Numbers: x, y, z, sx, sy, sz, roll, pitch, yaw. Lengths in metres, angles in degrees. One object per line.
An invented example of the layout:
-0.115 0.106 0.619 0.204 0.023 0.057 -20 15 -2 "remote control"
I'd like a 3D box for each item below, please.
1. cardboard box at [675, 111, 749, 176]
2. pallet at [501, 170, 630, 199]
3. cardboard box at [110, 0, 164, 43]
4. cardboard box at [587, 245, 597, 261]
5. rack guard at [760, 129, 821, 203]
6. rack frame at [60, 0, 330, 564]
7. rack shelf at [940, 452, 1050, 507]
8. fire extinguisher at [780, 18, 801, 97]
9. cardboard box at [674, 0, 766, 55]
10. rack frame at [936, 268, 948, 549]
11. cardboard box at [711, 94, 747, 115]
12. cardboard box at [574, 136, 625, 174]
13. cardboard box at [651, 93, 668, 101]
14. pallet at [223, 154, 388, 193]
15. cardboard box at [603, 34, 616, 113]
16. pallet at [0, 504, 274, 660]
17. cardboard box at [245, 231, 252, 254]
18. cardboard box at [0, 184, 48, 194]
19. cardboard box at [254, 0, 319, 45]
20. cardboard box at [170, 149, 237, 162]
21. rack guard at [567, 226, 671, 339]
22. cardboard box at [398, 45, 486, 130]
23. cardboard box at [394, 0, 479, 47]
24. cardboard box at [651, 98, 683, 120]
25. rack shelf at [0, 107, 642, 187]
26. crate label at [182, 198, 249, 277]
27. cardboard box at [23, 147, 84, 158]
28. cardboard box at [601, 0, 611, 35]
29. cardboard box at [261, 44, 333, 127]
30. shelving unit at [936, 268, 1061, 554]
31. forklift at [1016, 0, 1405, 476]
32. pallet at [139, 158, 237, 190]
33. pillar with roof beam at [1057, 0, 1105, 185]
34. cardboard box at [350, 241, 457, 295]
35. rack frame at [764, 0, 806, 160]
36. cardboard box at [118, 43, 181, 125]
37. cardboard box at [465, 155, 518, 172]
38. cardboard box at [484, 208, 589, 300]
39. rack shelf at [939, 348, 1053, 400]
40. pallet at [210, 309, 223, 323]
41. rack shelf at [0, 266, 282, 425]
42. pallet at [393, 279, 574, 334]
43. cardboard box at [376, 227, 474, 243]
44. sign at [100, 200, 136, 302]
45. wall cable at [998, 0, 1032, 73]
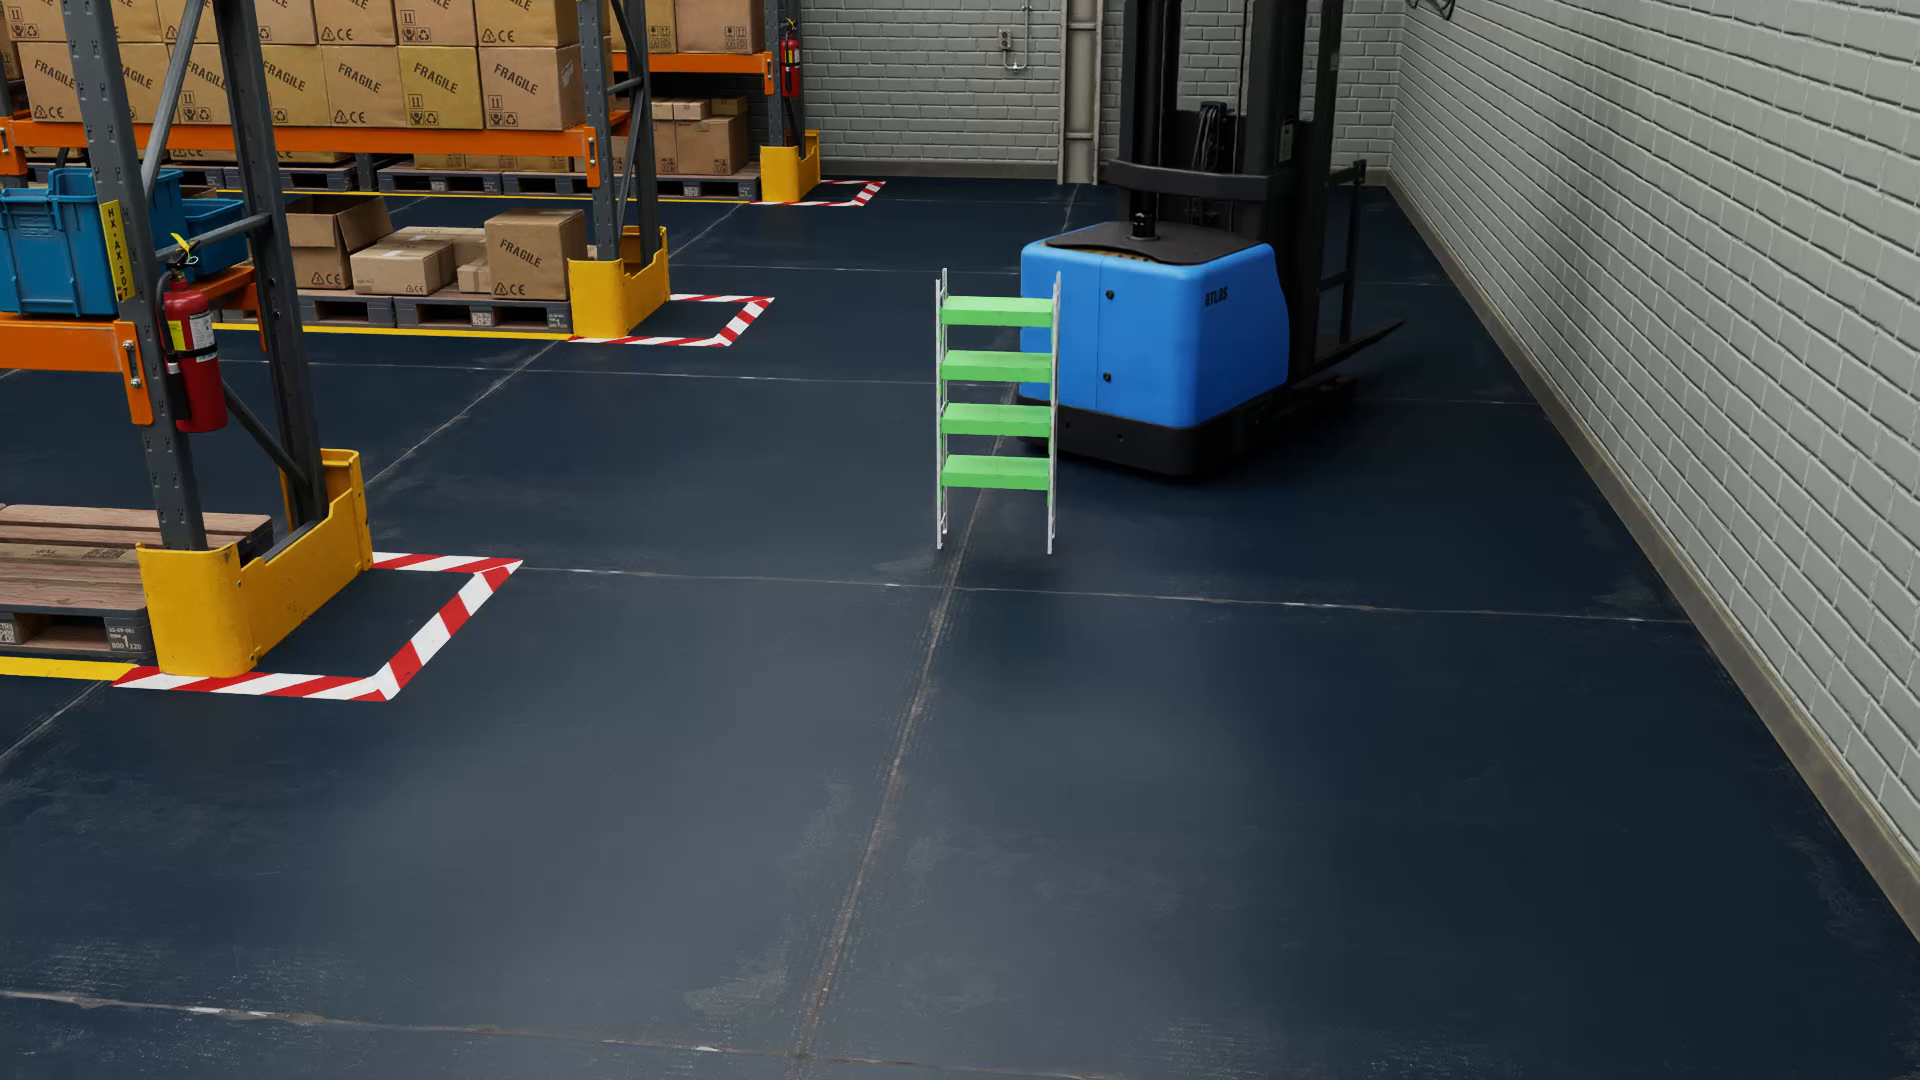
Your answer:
-2.328 -3.742 15.654 0.500 0.500 0.700 2 22 6 "cardboard box"
-3.632 -3.479 15.951 1.213 0.211 1.003 2 22 6 "pallet"
-5.225 -3.446 10.581 0.500 0.500 0.500 2 22 5 "cardboard box"
-2.575 -1.929 11.519 0.250 0.149 0.380 2 22 6 "cardboard box"
-1.597 -3.552 15.745 0.348 0.500 1.175 2 22 6 "rack guard"
-2.787 -1.099 6.139 0.127 3.000 1.000 2 22 6 "rack frame"
0.164 -0.268 7.313 0.480 0.148 0.258 2 22 6 "rack shelf"
-1.525 -4.331 14.928 0.183 0.674 0.296 2 22 6 "fire extinguisher"
-2.128 -4.874 15.279 0.700 0.700 0.980 3 22 9 "cardboard box"
-0.078 -0.561 7.228 0.015 1.200 0.240 2 22 6 "rack frame"
-2.180 -4.111 15.706 0.250 0.149 0.380 3 22 7 "cardboard box"
-3.324 -3.785 15.763 0.500 0.500 0.700 2 22 5 "cardboard box"
-2.932 -4.144 15.789 0.250 0.149 0.380 3 22 7 "cardboard box"
-6.368 -3.598 16.253 1.213 0.211 1.003 2 22 6 "pallet"
-2.610 -3.069 10.986 0.500 0.500 0.500 3 22 7 "cardboard box"
-3.601 0.148 6.777 1.213 0.211 1.003 2 22 6 "pallet"
-4.828 -2.081 11.681 0.500 0.311 0.500 2 22 6 "cardboard box"
-6.624 -2.232 11.807 0.500 0.500 0.500 2 22 4 "cardboard box"
-4.202 -3.402 10.468 0.500 0.500 0.500 3 22 8 "cardboard box"
-7.137 -4.102 16.089 0.750 0.750 0.750 3 22 8 "cardboard box"
-2.275 -1.748 11.180 0.348 0.500 1.175 2 22 6 "rack guard"
-3.192 -2.895 10.545 0.500 0.500 0.500 3 22 7 "cardboard box"
-3.176 -3.359 10.360 0.500 0.500 0.500 3 22 8 "cardboard box"
-2.730 -3.994 15.408 0.250 0.149 0.380 3 22 8 "cardboard box"
-4.186 -2.659 11.064 4.000 0.370 1.077 2 22 6 "rack shelf"
-2.993 -1.179 6.489 0.303 0.233 0.416 2 22 6 "crate label"
-8.850 -4.178 16.280 0.750 0.750 0.750 2 22 6 "cardboard box"
-2.610 -3.534 10.802 0.500 0.500 0.500 3 22 8 "cardboard box"
-4.188 -2.940 10.660 0.500 0.500 0.500 2 22 6 "cardboard box"
0.164 -0.551 7.201 0.503 1.200 0.258 2 22 6 "shelving unit"
1.575 -2.149 8.889 1.130 2.935 3.031 15 26 34 "forklift"
-7.583 -3.650 16.384 1.213 0.211 1.003 2 22 6 "pallet"
0.656 -6.133 10.712 0.400 9.000 9.100 2 22 6 "pillar with roof beam"
-3.709 -1.818 11.101 0.500 0.250 0.500 2 22 6 "cardboard box"
-1.621 -4.716 15.288 0.127 3.000 1.000 2 22 6 "rack frame"
-5.189 -2.984 10.771 0.500 0.500 0.500 3 22 7 "cardboard box"
-4.364 -3.829 15.873 0.500 0.500 0.700 2 22 6 "cardboard box"
-2.769 -1.883 10.923 0.500 0.500 0.500 2 22 6 "cardboard box"
0.164 -0.715 7.136 0.480 0.148 0.258 2 22 6 "rack shelf"
-5.490 -1.753 11.587 1.213 0.211 1.003 2 22 6 "pallet"
-4.773 -0.850 6.490 4.000 0.370 1.077 2 22 6 "rack shelf"
-3.067 -1.647 11.320 1.213 0.211 1.003 2 22 6 "pallet"
-3.700 -2.003 11.568 0.500 0.250 0.500 2 22 6 "cardboard box"
-2.835 -0.973 5.599 0.005 0.325 0.100 2 22 6 "sign"
-0.238 -5.478 15.834 1.851 1.984 0.084 2 22 6 "wall cable"
